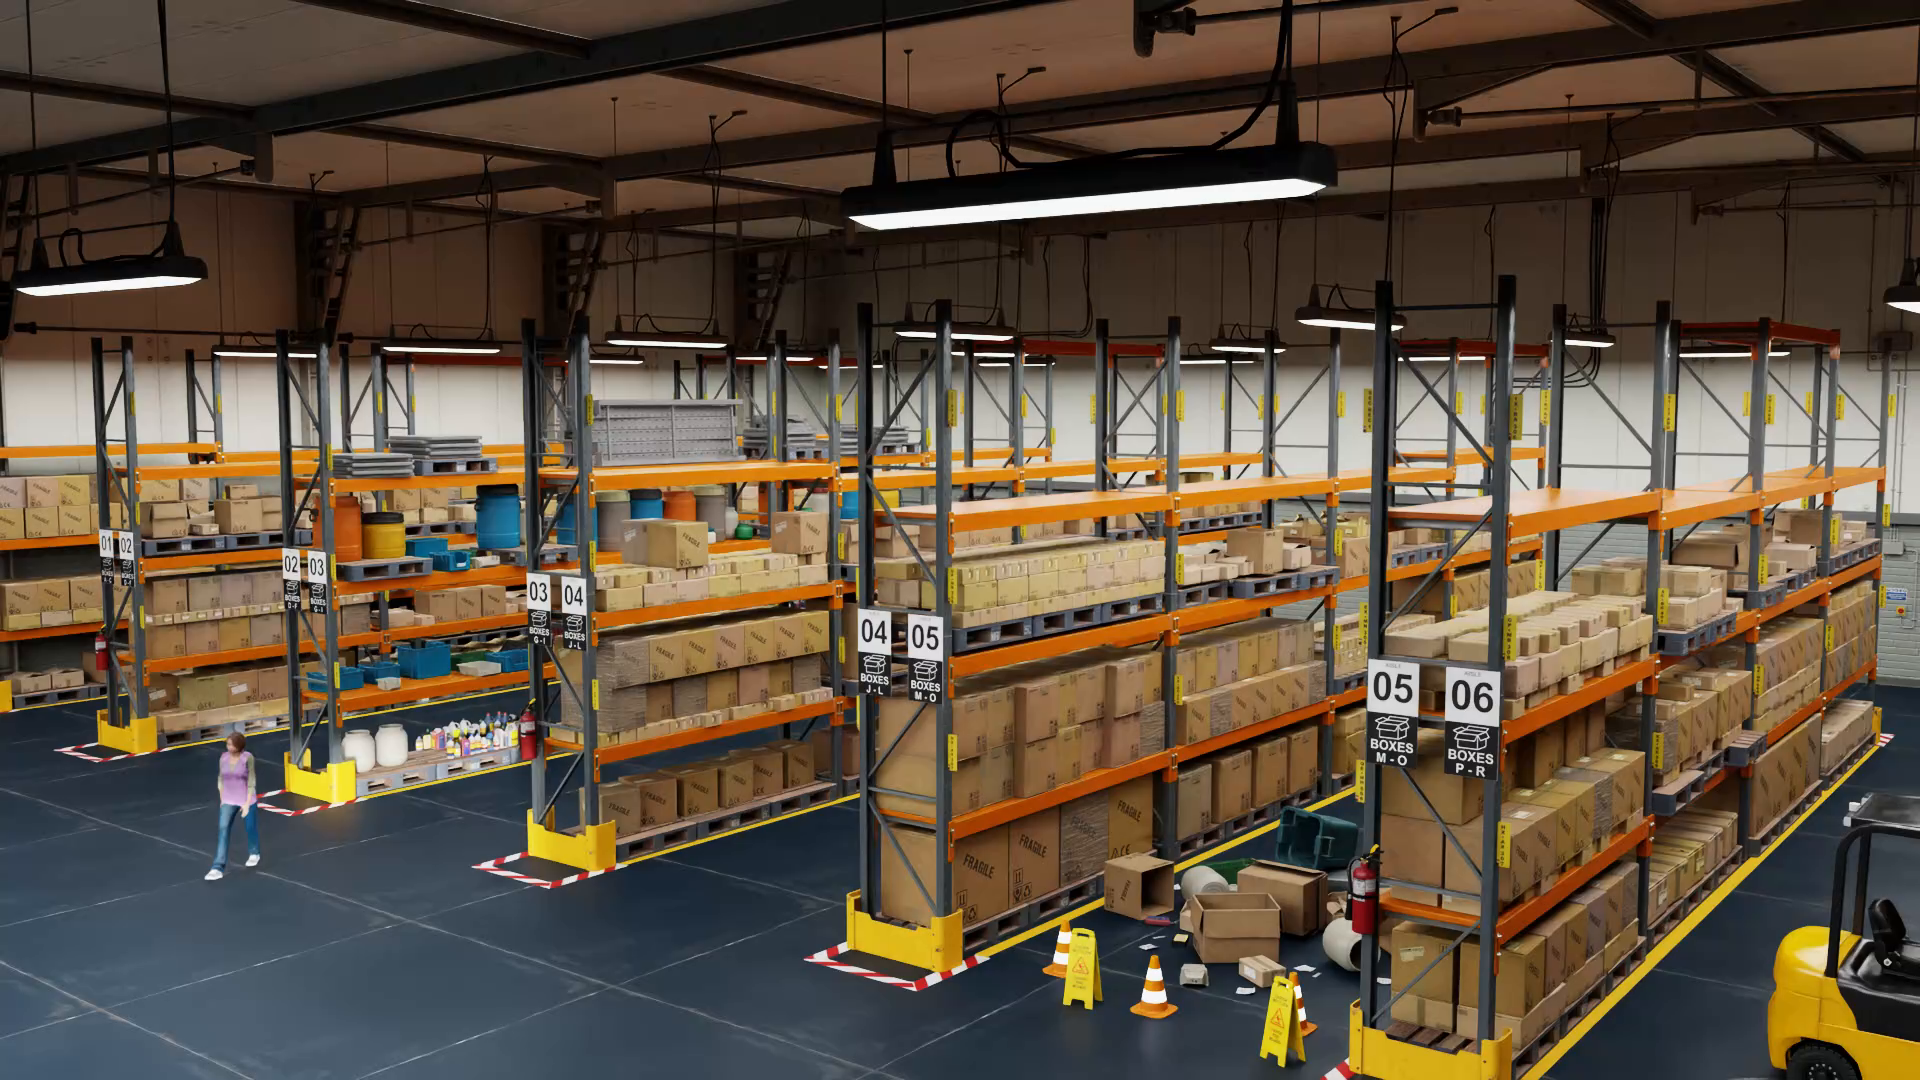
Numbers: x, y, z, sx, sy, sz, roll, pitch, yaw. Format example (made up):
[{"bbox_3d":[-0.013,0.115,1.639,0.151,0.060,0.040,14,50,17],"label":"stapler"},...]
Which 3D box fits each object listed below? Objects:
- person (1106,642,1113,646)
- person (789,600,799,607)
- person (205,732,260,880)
[{"bbox_3d":[1.977,2.233,23.478,0.625,1.713,1.086,4,6,39],"label":"person"},{"bbox_3d":[-3.300,1.587,30.970,0.537,1.722,1.069,4,7,40],"label":"person"},{"bbox_3d":[-7.774,2.839,17.840,0.443,1.504,0.975,-1,5,-9],"label":"person"}]
